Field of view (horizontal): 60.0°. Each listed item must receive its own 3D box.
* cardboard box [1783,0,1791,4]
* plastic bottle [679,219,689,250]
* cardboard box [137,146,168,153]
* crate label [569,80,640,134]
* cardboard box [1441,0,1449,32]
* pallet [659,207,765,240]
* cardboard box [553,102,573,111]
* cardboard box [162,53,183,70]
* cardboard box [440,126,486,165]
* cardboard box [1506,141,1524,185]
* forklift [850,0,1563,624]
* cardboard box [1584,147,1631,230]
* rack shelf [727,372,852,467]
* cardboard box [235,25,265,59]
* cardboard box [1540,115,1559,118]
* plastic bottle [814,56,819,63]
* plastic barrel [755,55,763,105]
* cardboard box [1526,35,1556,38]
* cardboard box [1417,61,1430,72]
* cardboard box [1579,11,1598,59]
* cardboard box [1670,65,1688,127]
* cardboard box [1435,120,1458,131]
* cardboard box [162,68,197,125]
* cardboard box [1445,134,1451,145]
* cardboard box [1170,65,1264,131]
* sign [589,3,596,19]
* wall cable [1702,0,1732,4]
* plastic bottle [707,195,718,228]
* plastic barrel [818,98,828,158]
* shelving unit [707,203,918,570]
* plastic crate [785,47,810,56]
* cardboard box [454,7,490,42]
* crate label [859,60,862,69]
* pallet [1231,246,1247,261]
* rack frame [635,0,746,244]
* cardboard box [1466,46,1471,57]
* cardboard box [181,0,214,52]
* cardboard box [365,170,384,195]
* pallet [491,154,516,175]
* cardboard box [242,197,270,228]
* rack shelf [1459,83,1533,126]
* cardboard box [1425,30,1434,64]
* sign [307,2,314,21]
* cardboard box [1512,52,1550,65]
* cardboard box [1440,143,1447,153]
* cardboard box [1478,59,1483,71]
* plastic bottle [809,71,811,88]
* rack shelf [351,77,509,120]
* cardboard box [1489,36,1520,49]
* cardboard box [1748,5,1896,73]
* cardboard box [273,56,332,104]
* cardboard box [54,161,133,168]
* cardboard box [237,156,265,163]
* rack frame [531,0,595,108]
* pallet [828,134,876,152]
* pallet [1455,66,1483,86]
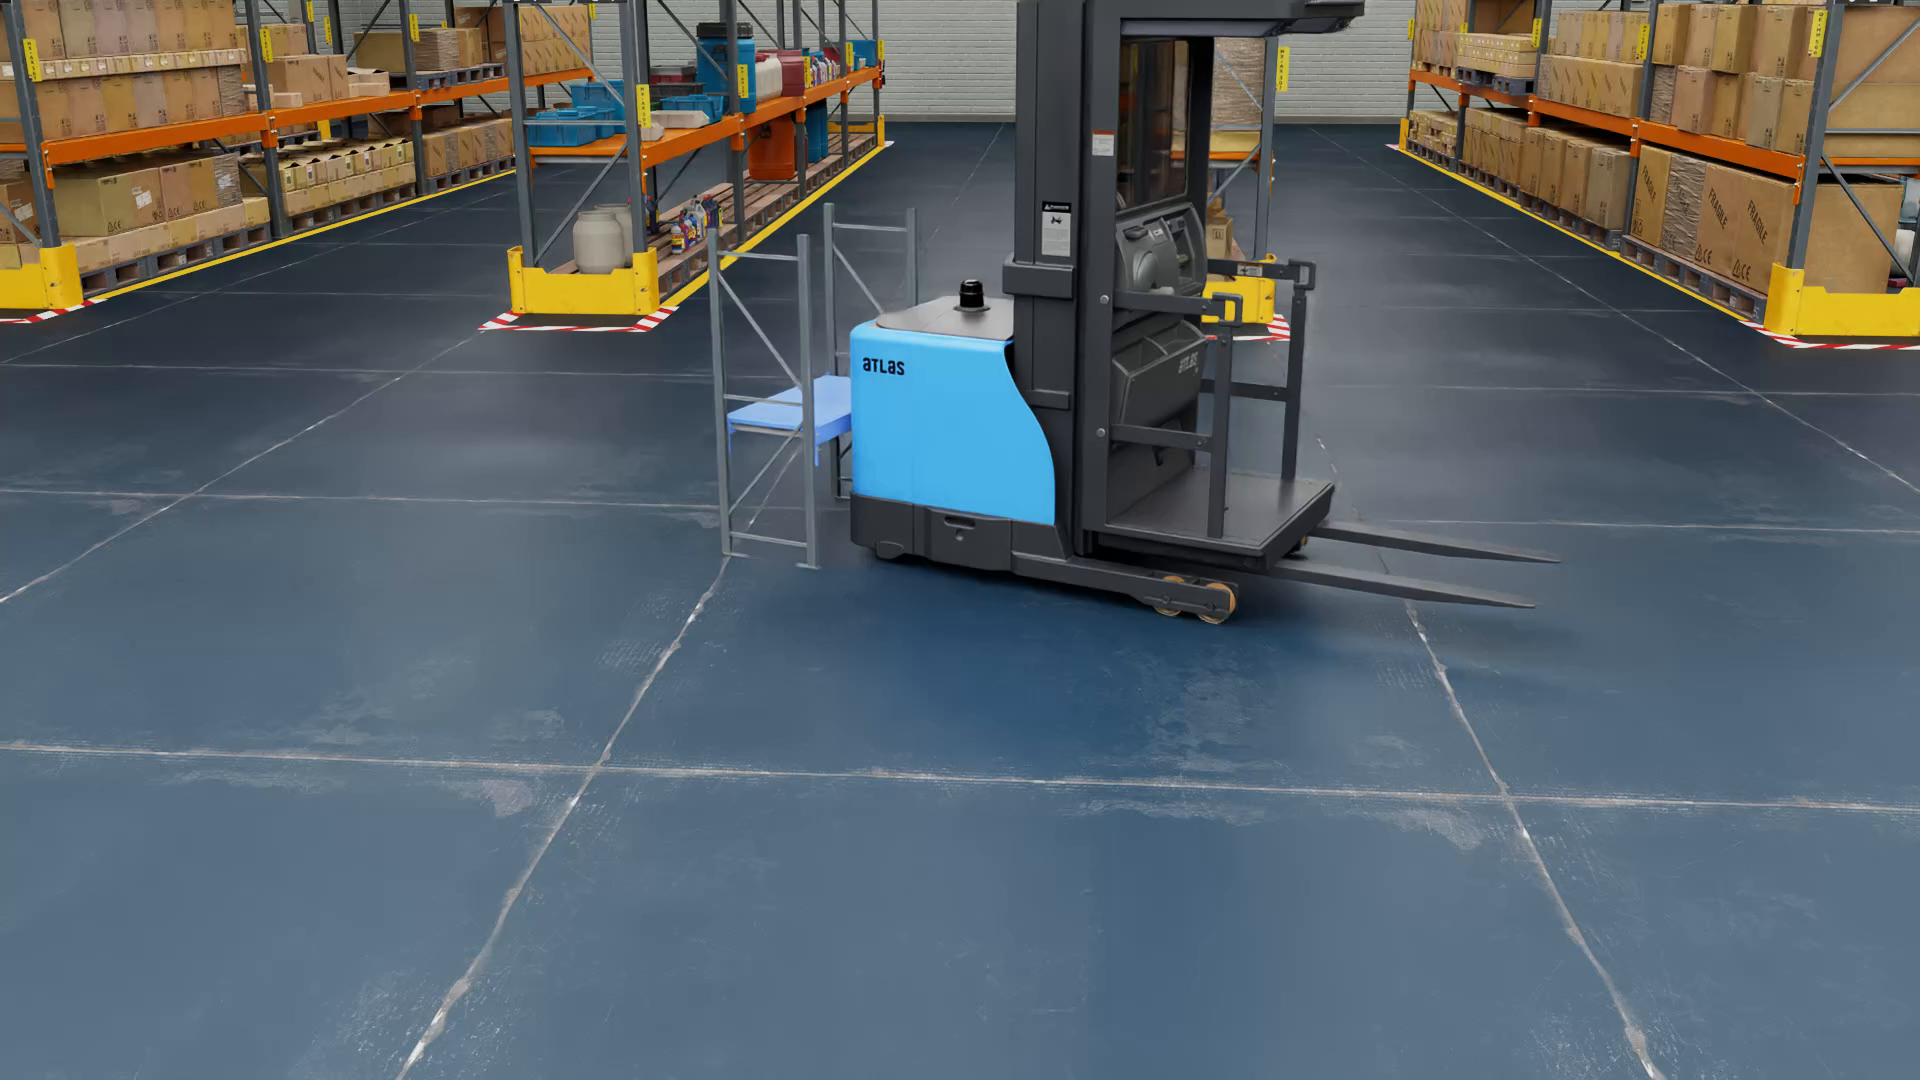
[{"bbox_3d":[12.509,-8.017,24.765,0.380,0.149,0.250,1,18,3],"label":"cardboard box"},{"bbox_3d":[-2.560,-2.837,15.420,0.061,0.283,0.133,2,18,5],"label":"plastic bottle"},{"bbox_3d":[-12.034,-5.938,24.006,0.750,0.750,0.750,2,18,6],"label":"cardboard box"},{"bbox_3d":[-3.173,-3.887,14.912,0.502,0.435,0.616,1,18,4],"label":"crate label"},{"bbox_3d":[7.552,-7.902,24.979,0.500,0.500,0.500,2,18,5],"label":"cardboard box"},{"bbox_3d":[-2.731,-3.455,18.127,1.003,0.211,1.213,1,18,4],"label":"pallet"},{"bbox_3d":[-6.622,-7.221,28.450,0.500,0.500,0.500,1,18,4],"label":"cardboard box"},{"bbox_3d":[-7.587,-4.519,15.695,0.380,0.149,0.250,2,18,5],"label":"cardboard box"},{"bbox_3d":[-6.979,-5.526,23.278,0.500,0.500,0.500,1,18,2],"label":"cardboard box"},{"bbox_3d":[7.205,-4.747,20.932,0.500,0.500,0.500,1,18,4],"label":"cardboard box"},{"bbox_3d":[1.040,-1.236,6.987,3.031,2.935,1.130,9,20,26],"label":"forklift"},{"bbox_3d":[7.087,-3.608,17.054,1.050,0.750,0.750,1,18,4],"label":"cardboard box"},{"bbox_3d":[-0.653,-0.588,7.885,0.538,0.185,1.000,8,20,24],"label":"rack shelf"},{"bbox_3d":[-11.901,-8.004,27.052,0.980,0.700,0.700,0,18,1],"label":"cardboard box"},{"bbox_3d":[7.794,-5.412,21.759,0.500,0.250,0.500,1,18,4],"label":"cardboard box"},{"bbox_3d":[-2.058,-6.707,23.653,0.144,0.351,0.185,1,18,4],"label":"plastic bottle"},{"bbox_3d":[-2.408,-5.120,18.512,0.433,0.535,0.433,0,18,0],"label":"plastic barrel"},{"bbox_3d":[7.793,-6.679,22.264,0.380,0.149,0.250,1,18,2],"label":"cardboard box"},{"bbox_3d":[7.592,-7.634,26.808,0.380,0.149,0.250,1,18,2],"label":"cardboard box"},{"bbox_3d":[7.307,-5.592,18.404,0.700,0.500,0.500,1,18,3],"label":"cardboard box"},{"bbox_3d":[7.100,-4.068,15.278,0.875,0.550,0.550,1,18,4],"label":"cardboard box"},{"bbox_3d":[7.484,-6.334,25.384,0.380,0.149,0.250,0,18,1],"label":"cardboard box"},{"bbox_3d":[-7.785,-4.237,15.875,0.700,0.500,0.500,2,18,5],"label":"cardboard box"},{"bbox_3d":[7.418,-5.942,24.668,0.380,0.149,0.250,0,18,1],"label":"cardboard box"},{"bbox_3d":[1.972,-3.541,13.275,0.875,0.500,0.500,1,18,4],"label":"cardboard box"},{"bbox_3d":[-6.276,-9.056,28.375,0.100,0.325,0.005,1,18,4],"label":"sign"},{"bbox_3d":[14.733,-10.137,32.410,0.588,1.984,0.122,1,18,4],"label":"wall cable"},{"bbox_3d":[-2.507,-3.279,16.660,0.144,0.351,0.185,1,18,2],"label":"plastic bottle"},{"bbox_3d":[-2.231,-6.054,24.276,0.600,0.901,0.708,1,18,4],"label":"plastic barrel"},{"bbox_3d":[-0.653,-0.759,7.829,0.538,1.500,1.048,8,20,24],"label":"shelving unit"},{"bbox_3d":[-2.482,-7.193,24.988,0.392,0.384,0.575,1,18,4],"label":"plastic crate"},{"bbox_3d":[-7.337,-7.817,25.196,0.500,0.500,0.500,1,18,4],"label":"cardboard box"},{"bbox_3d":[-1.797,-7.731,27.027,0.396,0.136,0.243,1,18,4],"label":"crate label"},{"bbox_3d":[2.094,-2.510,15.245,1.003,0.211,1.213,1,18,4],"label":"pallet"},{"bbox_3d":[-2.748,-4.535,16.946,1.000,3.000,0.127,1,18,4],"label":"rack frame"},{"bbox_3d":[7.184,-6.716,22.853,0.380,0.149,0.250,2,18,5],"label":"cardboard box"},{"bbox_3d":[-7.749,-5.016,16.170,0.700,0.500,0.500,1,18,4],"label":"cardboard box"},{"bbox_3d":[-7.269,-4.297,19.961,0.500,0.250,0.500,2,18,5],"label":"cardboard box"},{"bbox_3d":[-7.136,-5.553,24.531,1.003,0.211,1.213,1,18,4],"label":"pallet"},{"bbox_3d":[-7.504,-3.391,17.196,0.500,0.250,0.500,1,18,4],"label":"cardboard box"},{"bbox_3d":[7.562,-5.804,21.974,1.077,0.370,4.000,1,18,4],"label":"rack shelf"},{"bbox_3d":[7.624,-7.746,26.108,0.500,0.500,0.500,2,18,5],"label":"cardboard box"},{"bbox_3d":[-11.229,-9.130,28.728,0.100,0.325,0.005,1,18,4],"label":"sign"},{"bbox_3d":[7.000,-5.910,20.393,0.380,0.149,0.250,2,18,5],"label":"cardboard box"},{"bbox_3d":[7.450,-5.904,25.027,0.380,0.149,0.250,1,18,2],"label":"cardboard box"},{"bbox_3d":[7.130,-6.329,22.151,0.380,0.149,0.250,1,18,3],"label":"cardboard box"},{"bbox_3d":[-2.003,-6.105,21.925,0.061,0.283,0.133,1,18,4],"label":"plastic bottle"},{"bbox_3d":[-7.259,-6.168,23.086,1.077,0.370,4.000,1,18,4],"label":"rack shelf"},{"bbox_3d":[7.091,-6.452,21.569,0.380,0.149,0.250,2,18,7],"label":"cardboard box"},{"bbox_3d":[7.033,-4.083,13.590,0.875,0.550,0.550,1,18,4],"label":"cardboard box"},{"bbox_3d":[-7.544,-5.252,18.972,0.500,0.500,0.500,1,18,4],"label":"cardboard box"},{"bbox_3d":[-8.140,-3.293,15.693,0.500,0.500,0.500,1,18,4],"label":"cardboard box"},{"bbox_3d":[-7.915,-4.100,18.460,0.500,0.311,0.500,2,18,5],"label":"cardboard box"},{"bbox_3d":[-6.829,-8.374,28.661,1.000,3.000,0.127,1,18,4],"label":"rack frame"},{"bbox_3d":[-1.986,-6.682,27.975,1.003,0.211,1.213,1,18,4],"label":"pallet"},{"bbox_3d":[7.505,-6.442,23.073,1.003,0.211,1.213,1,18,4],"label":"pallet"}]
